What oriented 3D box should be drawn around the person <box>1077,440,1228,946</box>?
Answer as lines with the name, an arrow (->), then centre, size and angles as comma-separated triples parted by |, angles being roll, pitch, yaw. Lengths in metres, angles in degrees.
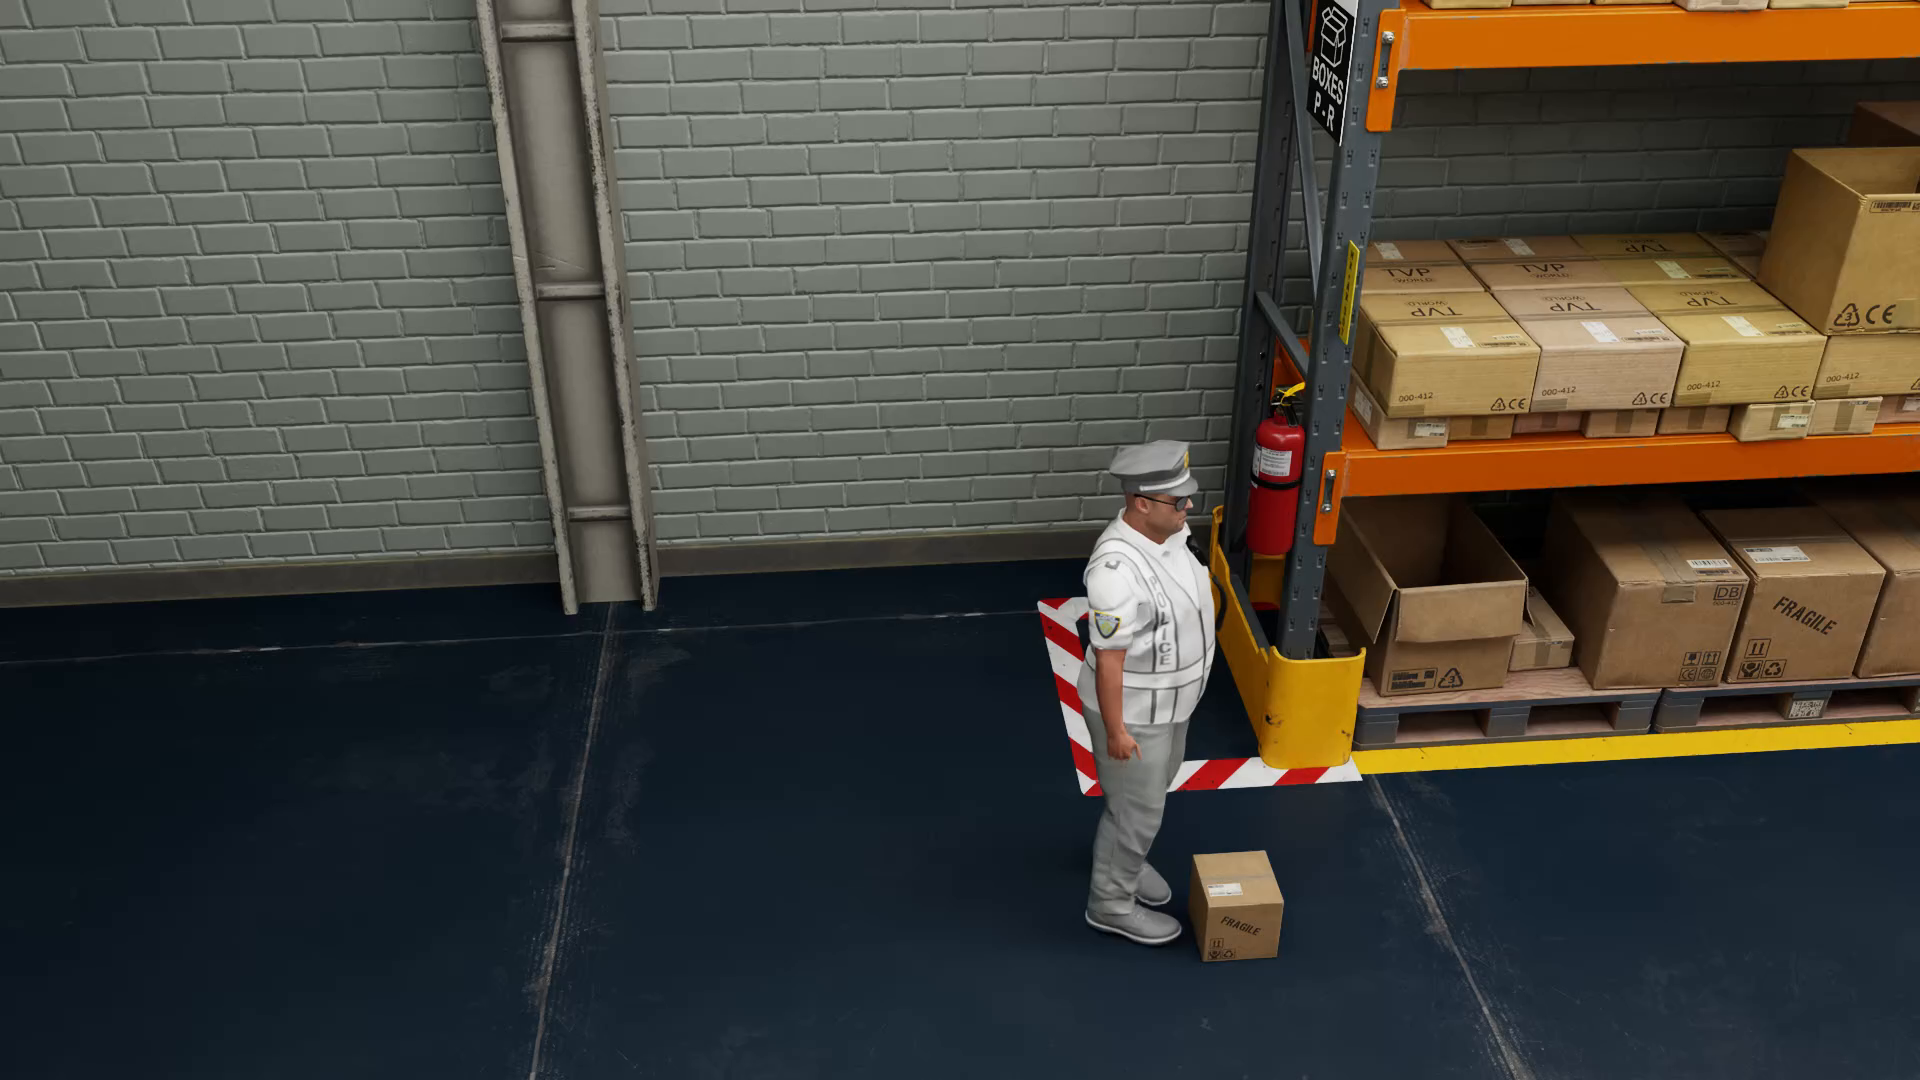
person -> 0.608, 0.494, 5.307 | 0.423, 1.777, 0.530 | 16, 34, 24
